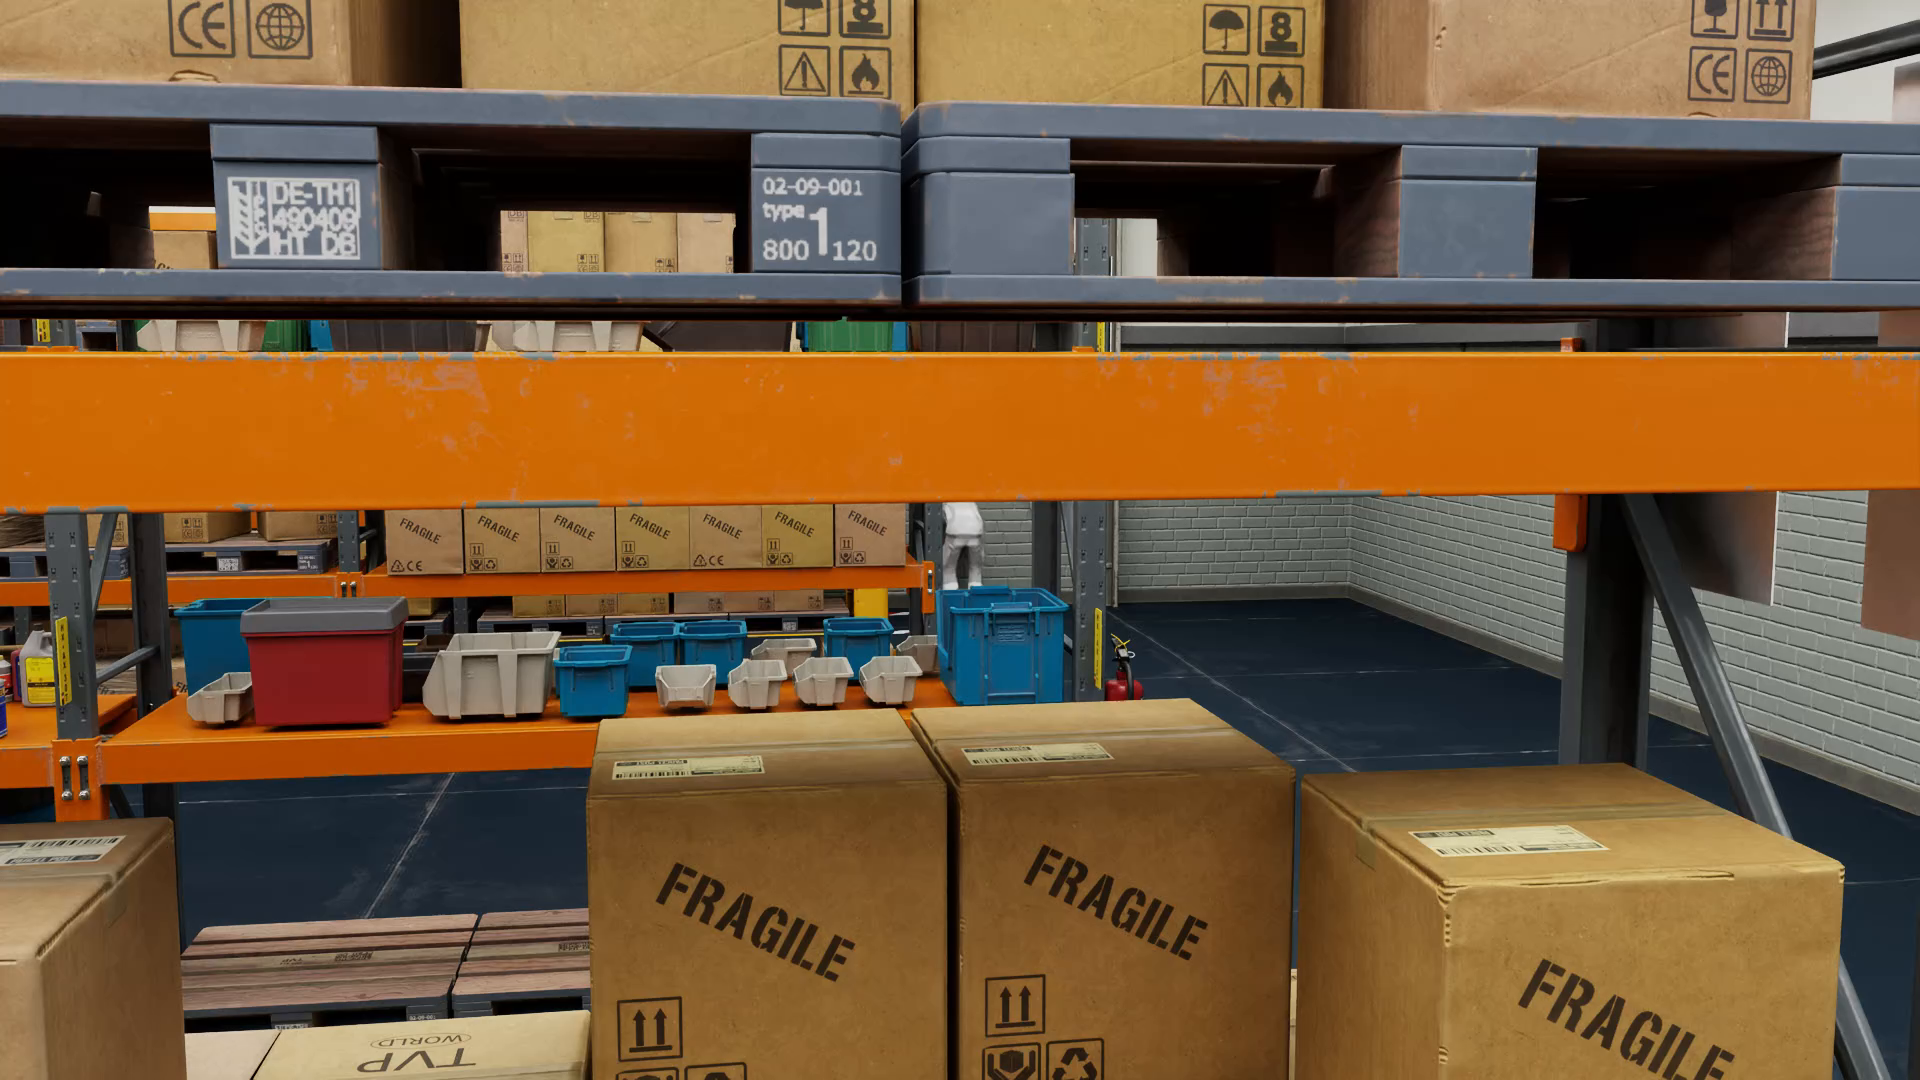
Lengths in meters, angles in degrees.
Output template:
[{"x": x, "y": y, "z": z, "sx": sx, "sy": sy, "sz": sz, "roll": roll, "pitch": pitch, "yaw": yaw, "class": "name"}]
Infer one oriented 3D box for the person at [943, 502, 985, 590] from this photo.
[{"x": -0.014, "y": 0.036, "z": 17.945, "sx": 0.497, "sy": 1.526, "sz": 0.823, "roll": -1, "pitch": 7, "yaw": -12, "class": "person"}]
